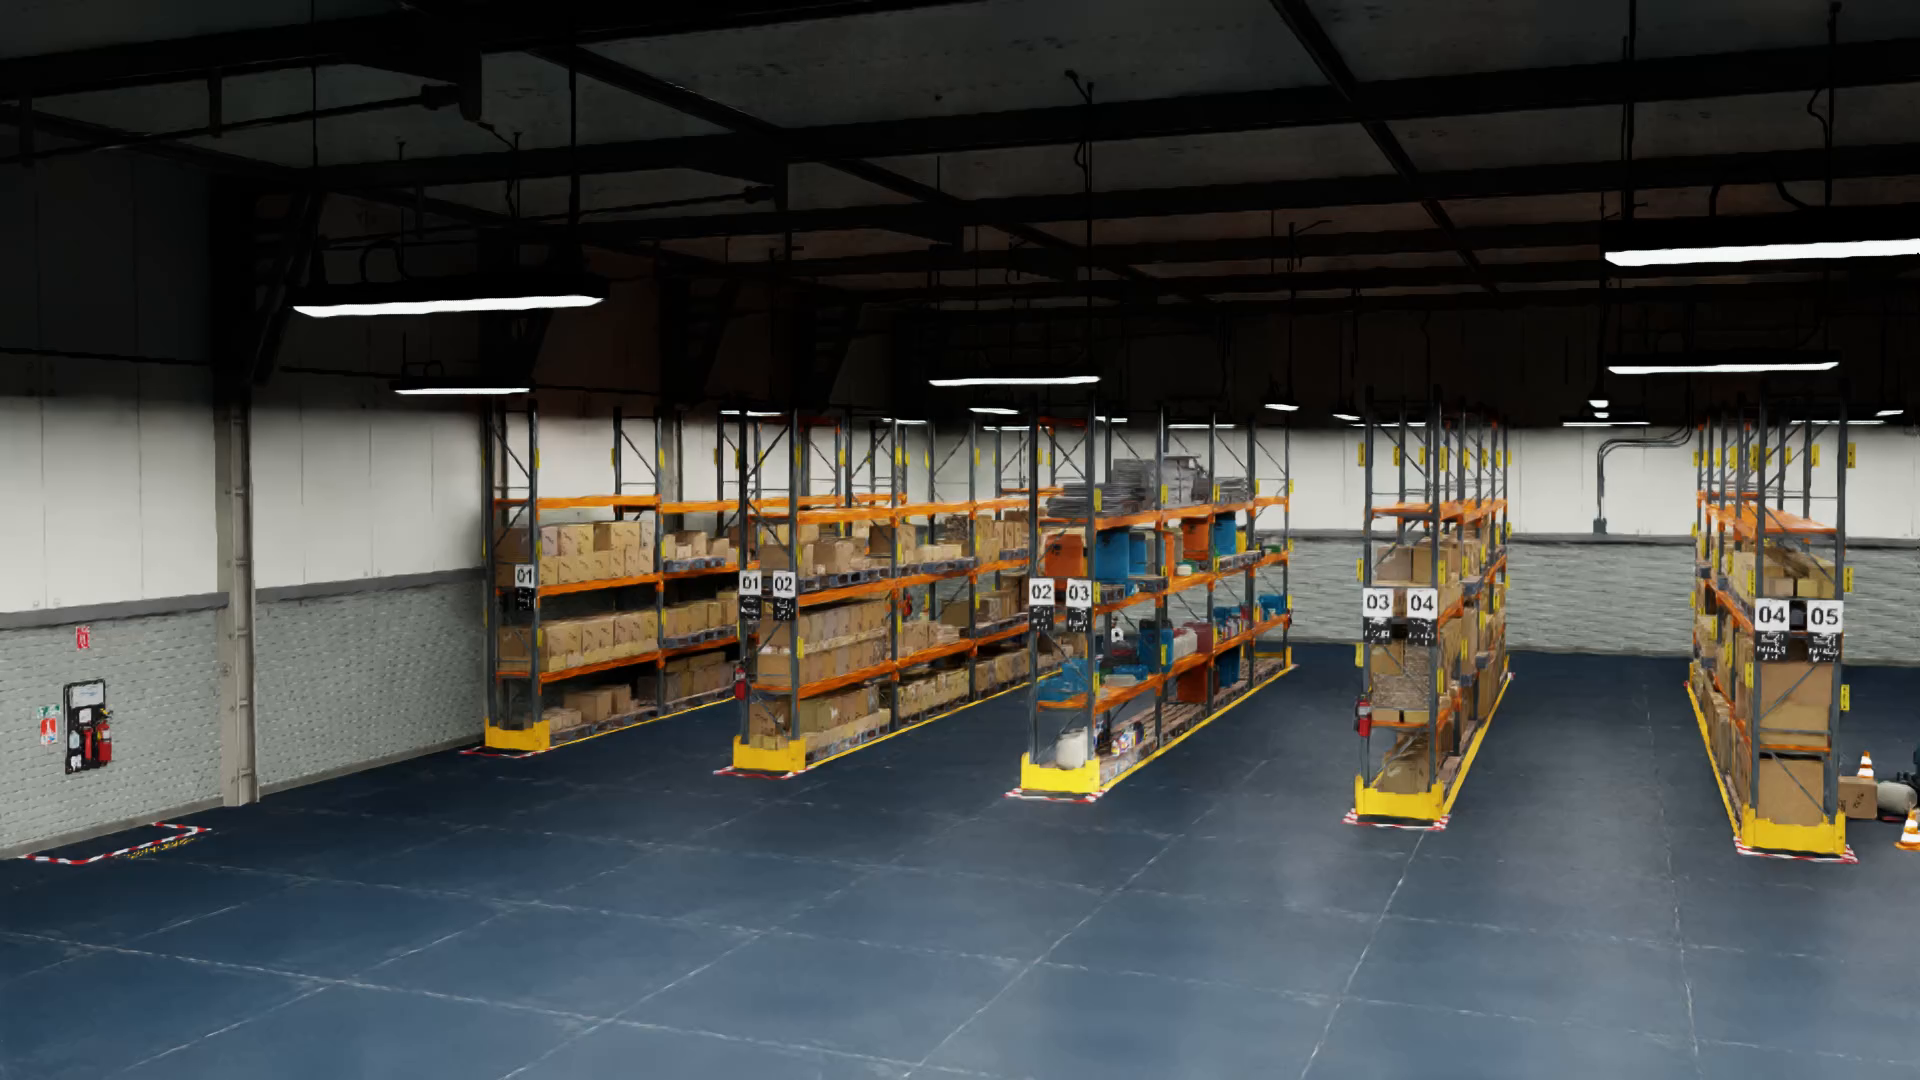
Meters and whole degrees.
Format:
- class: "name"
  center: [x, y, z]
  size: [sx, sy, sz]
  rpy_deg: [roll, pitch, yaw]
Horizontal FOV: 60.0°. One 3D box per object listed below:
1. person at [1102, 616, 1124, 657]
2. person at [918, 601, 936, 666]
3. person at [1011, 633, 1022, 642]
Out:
- class: "person"
  center: [3.308, 2.414, 35.971]
  size: [0.495, 1.589, 1.086]
  rpy_deg: [1, 3, 24]
- class: "person"
  center: [-0.796, 2.238, 39.612]
  size: [0.448, 1.590, 1.110]
  rpy_deg: [1, 3, 23]
- class: "person"
  center: [1.515, 2.075, 42.541]
  size: [0.447, 1.645, 0.579]
  rpy_deg: [0, 3, 1]
